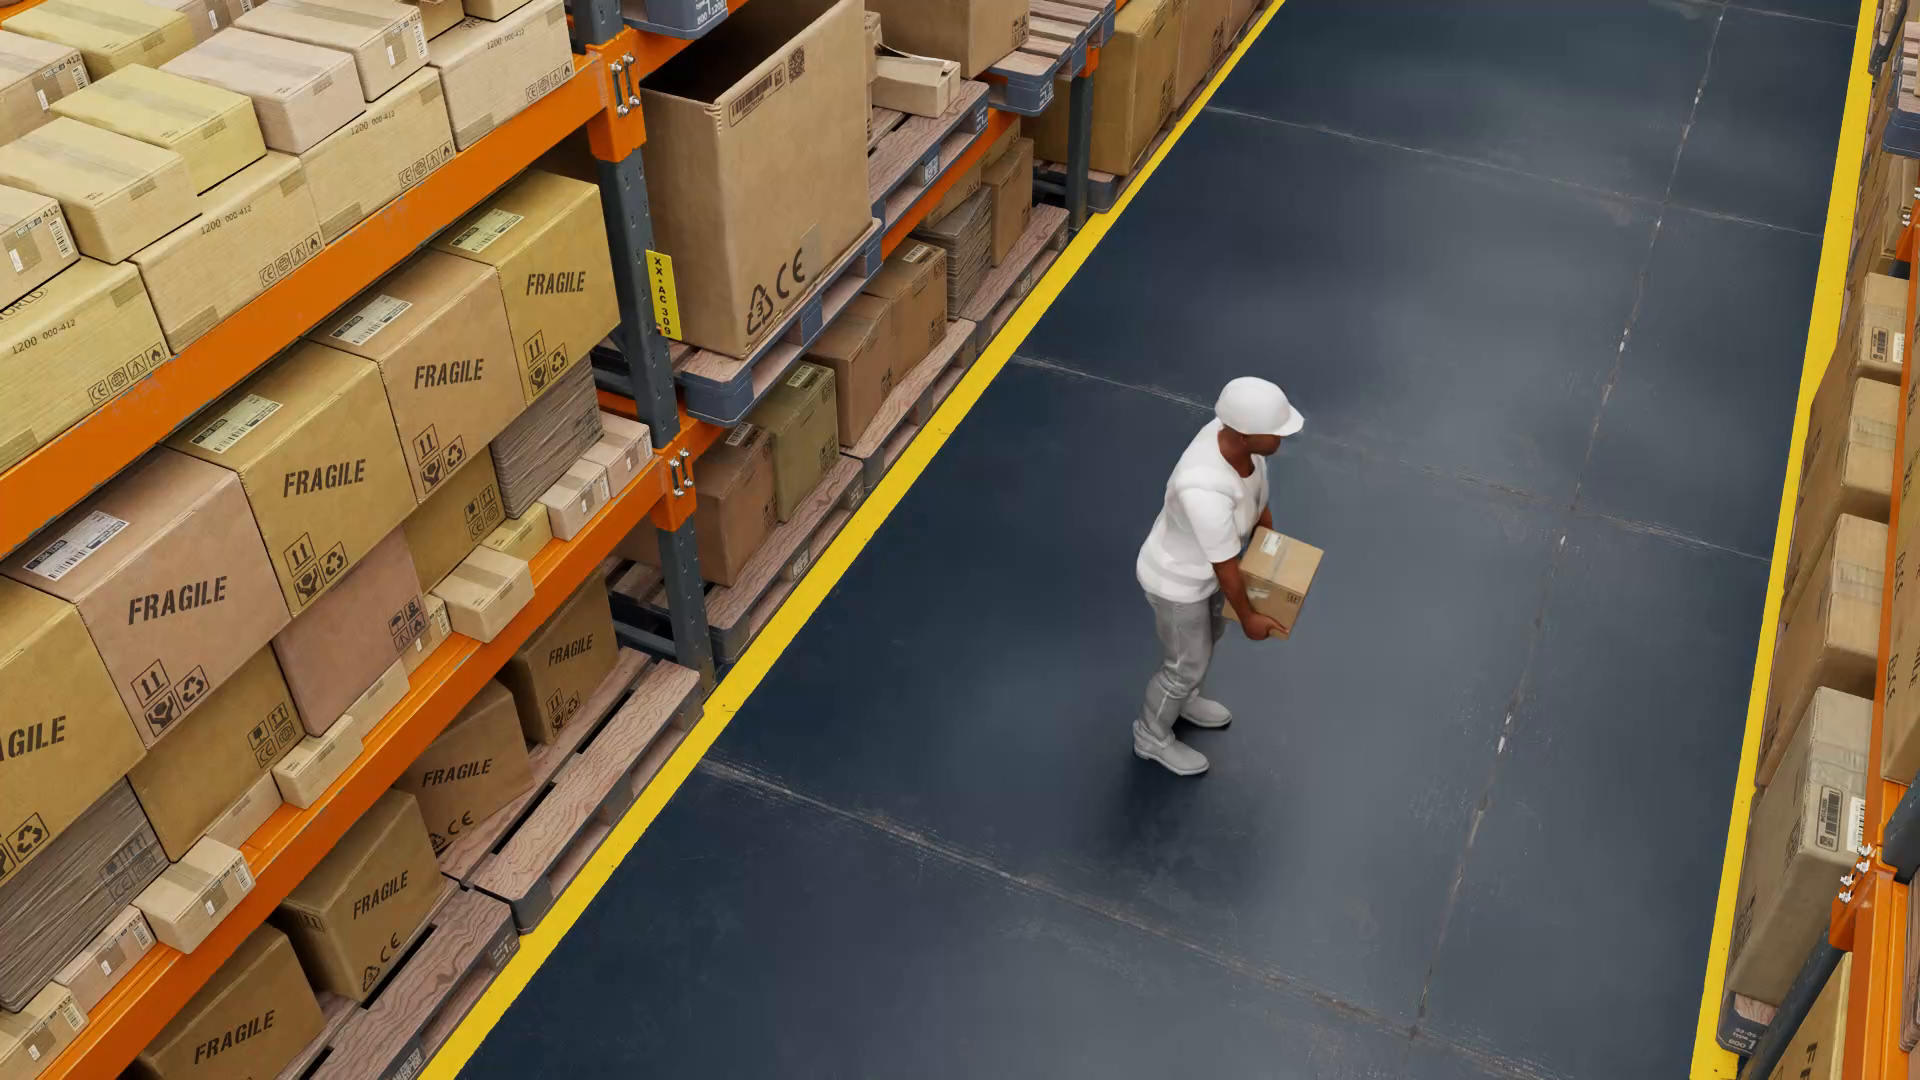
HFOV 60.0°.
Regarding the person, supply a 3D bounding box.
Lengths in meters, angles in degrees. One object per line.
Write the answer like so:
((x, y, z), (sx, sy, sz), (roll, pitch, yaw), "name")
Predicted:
((0.946, 0.132, 6.008), (0.592, 1.746, 0.501), (17, 44, 18), "person")
